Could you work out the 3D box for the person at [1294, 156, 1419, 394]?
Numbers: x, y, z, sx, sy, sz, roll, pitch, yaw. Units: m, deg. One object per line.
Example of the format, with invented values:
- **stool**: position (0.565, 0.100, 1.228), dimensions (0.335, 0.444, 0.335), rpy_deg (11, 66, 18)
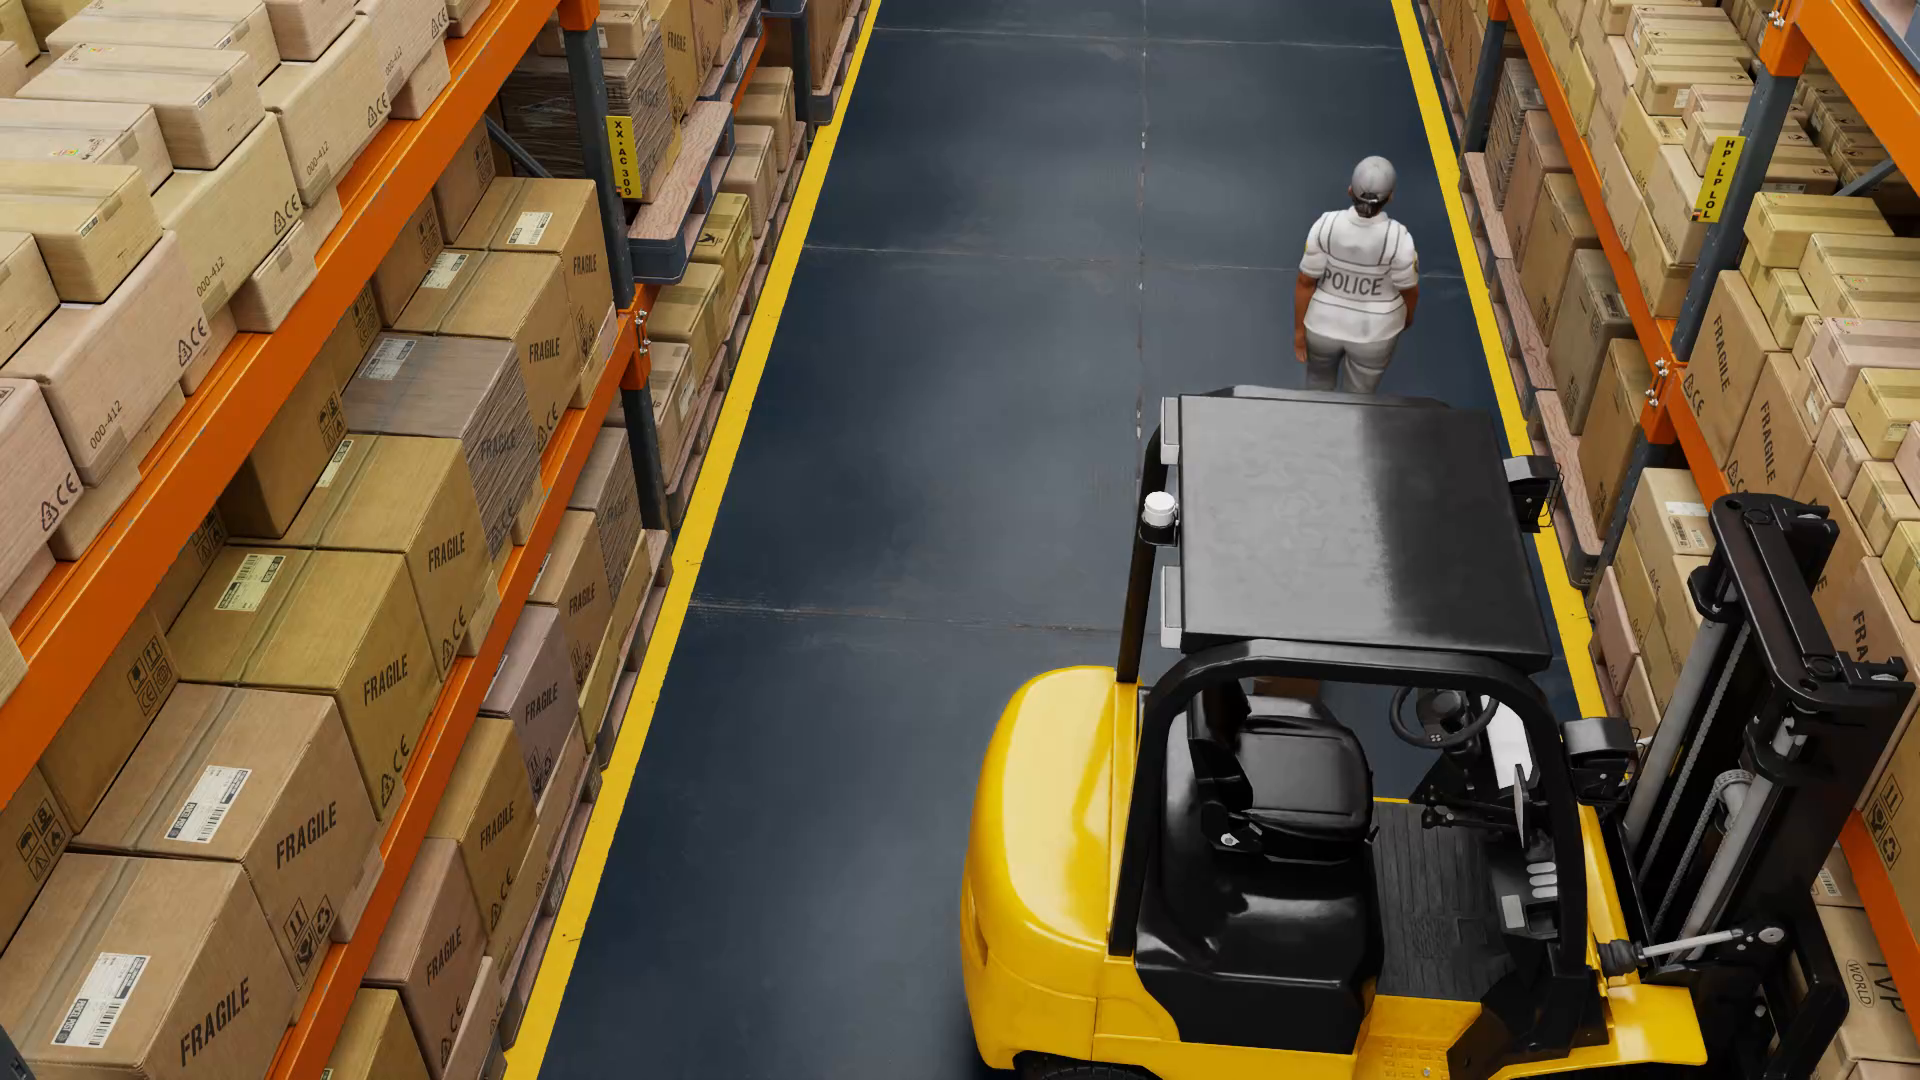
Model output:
- **person**: position (1.764, -0.995, 7.312), dimensions (0.490, 1.633, 0.834), rpy_deg (20, 44, 22)
